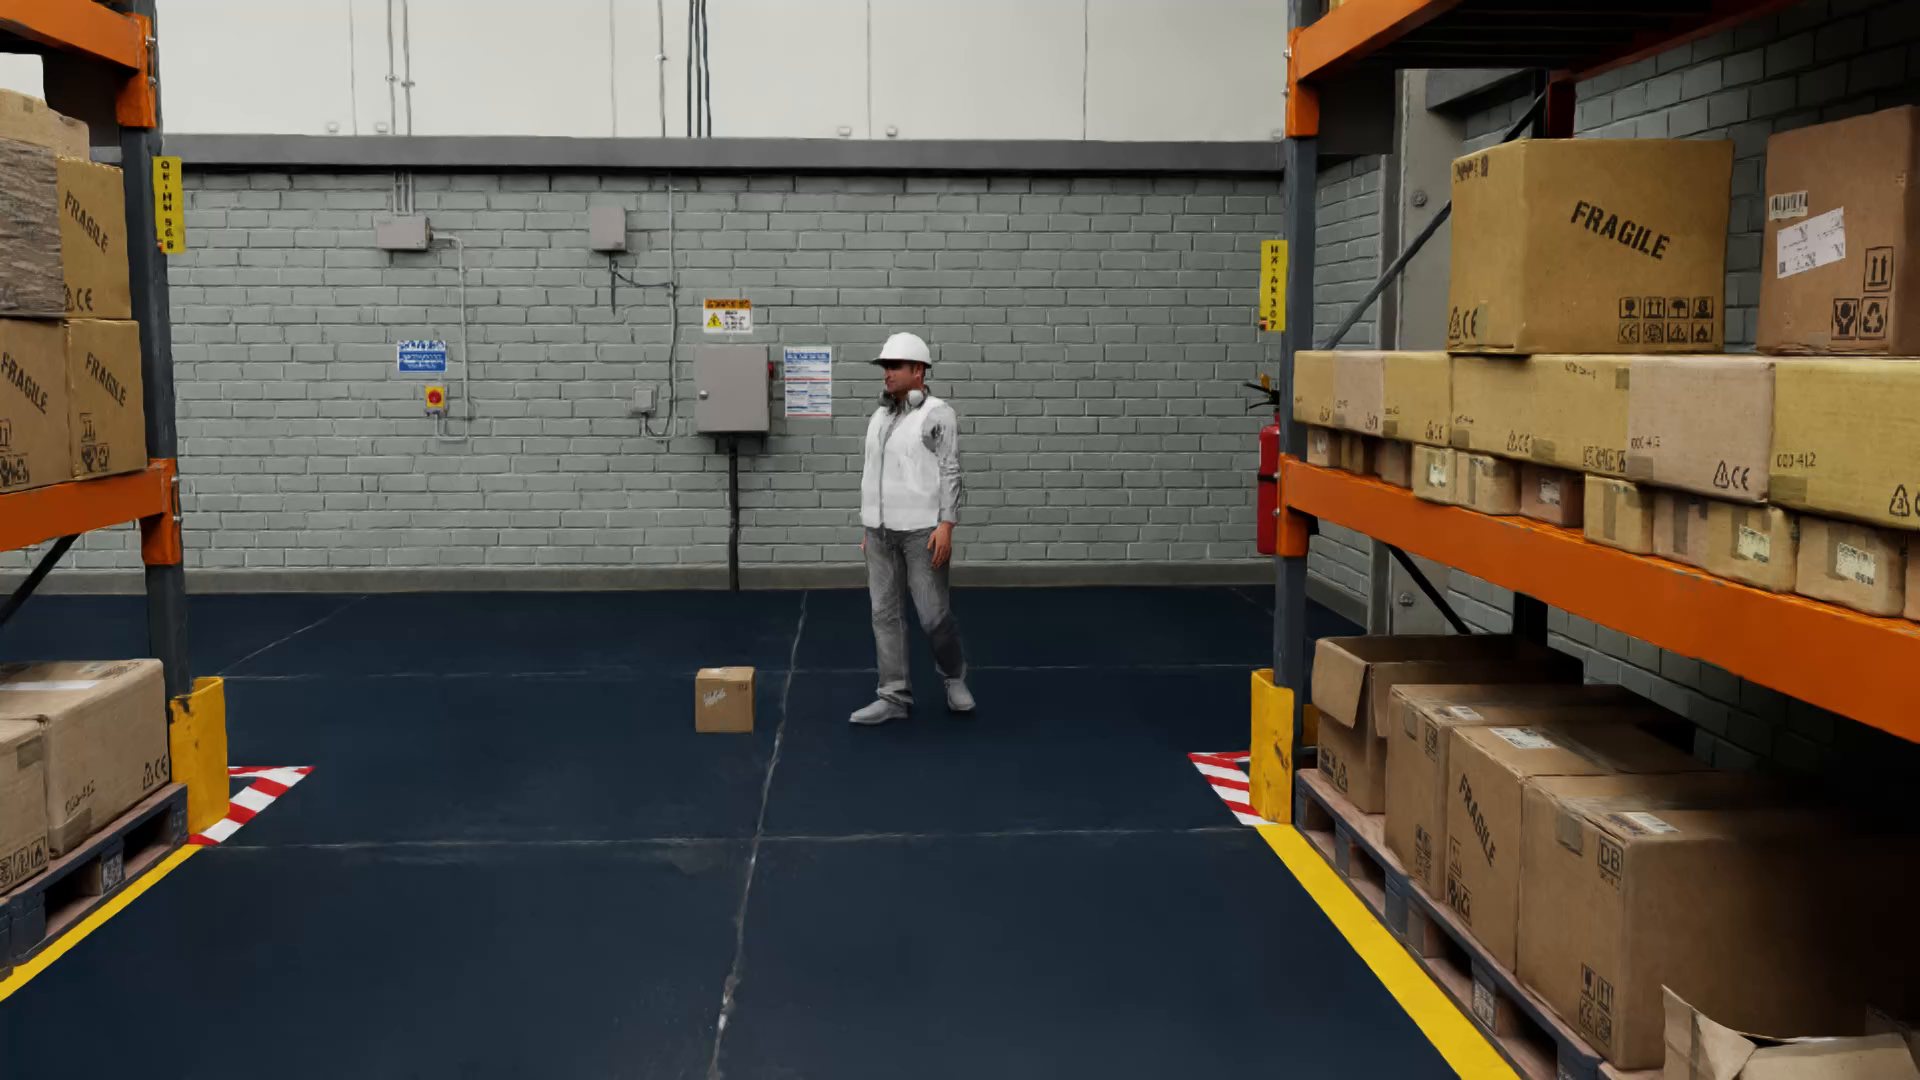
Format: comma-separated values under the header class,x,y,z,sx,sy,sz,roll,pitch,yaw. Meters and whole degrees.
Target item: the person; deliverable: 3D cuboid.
class,x,y,z,sx,sy,sz,roll,pitch,yaw
person,-0.222,-0.061,7.623,0.586,1.769,0.624,5,8,37
